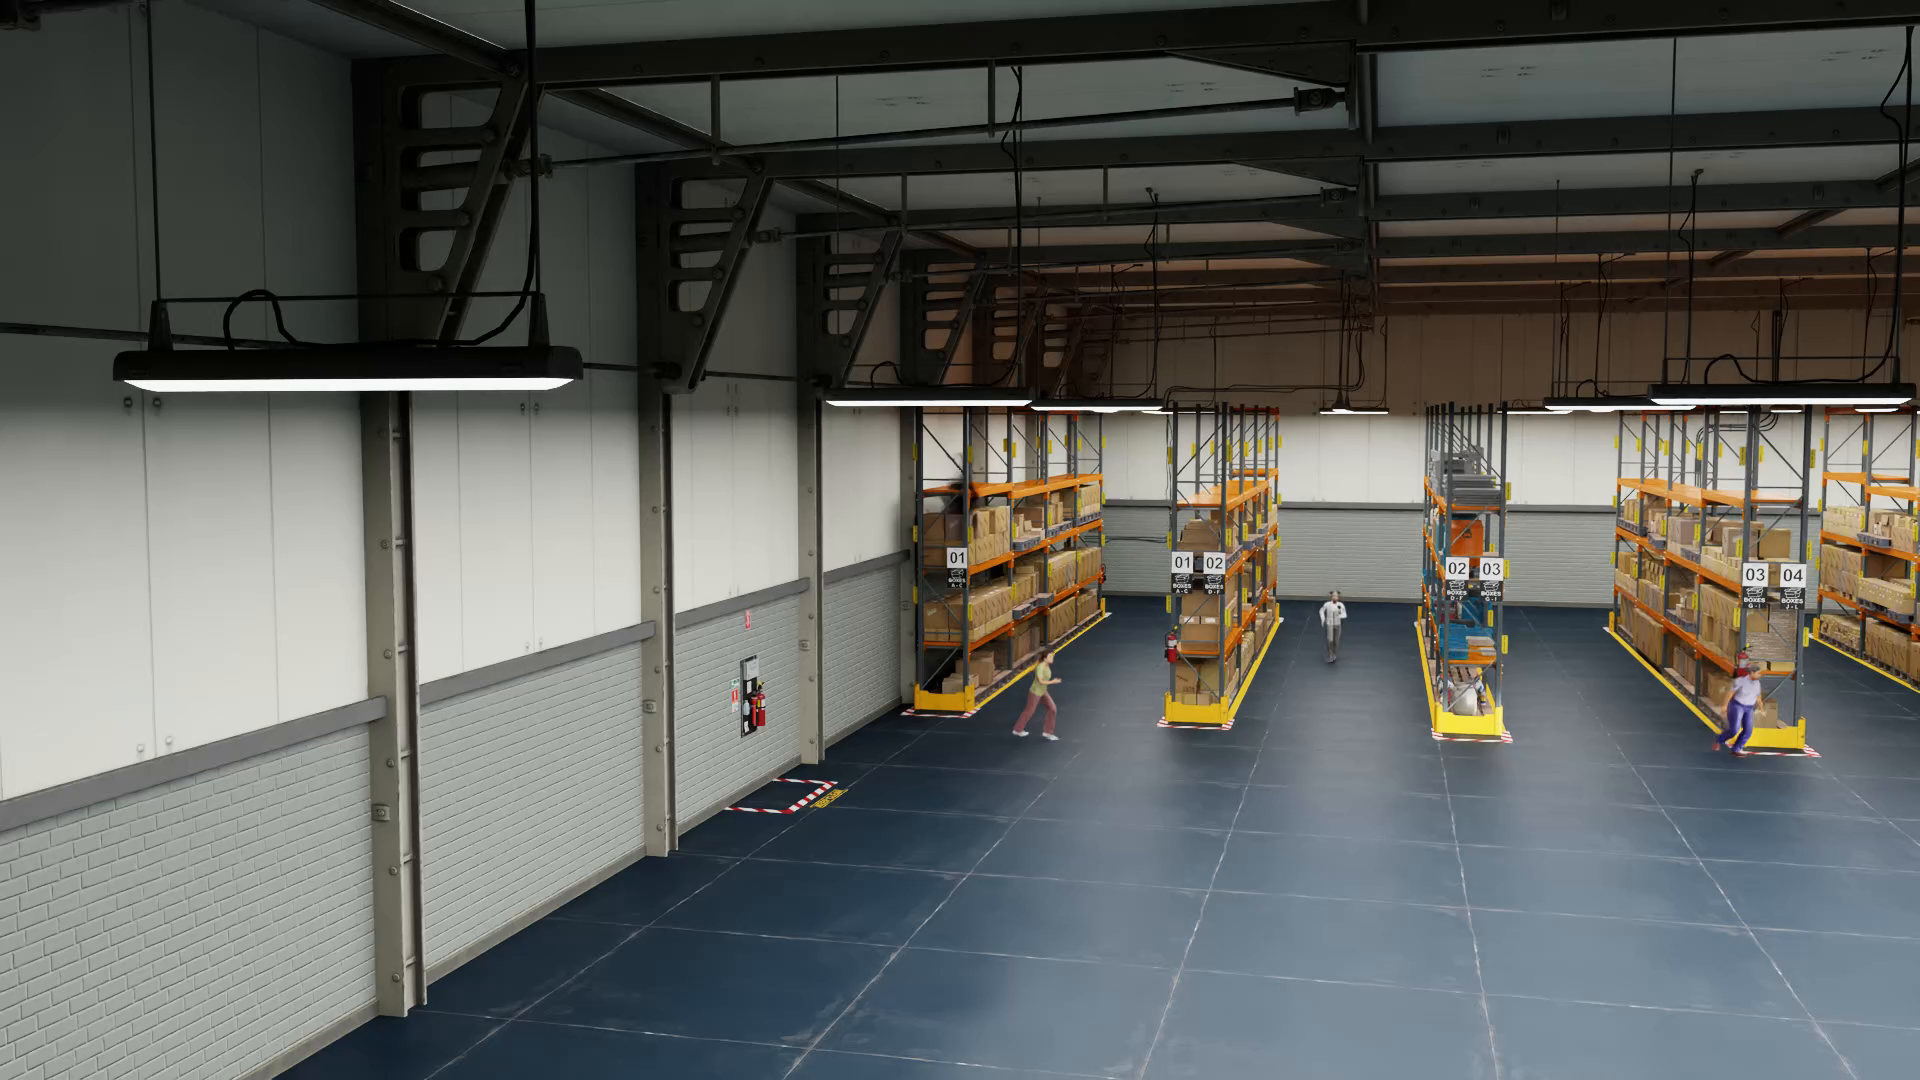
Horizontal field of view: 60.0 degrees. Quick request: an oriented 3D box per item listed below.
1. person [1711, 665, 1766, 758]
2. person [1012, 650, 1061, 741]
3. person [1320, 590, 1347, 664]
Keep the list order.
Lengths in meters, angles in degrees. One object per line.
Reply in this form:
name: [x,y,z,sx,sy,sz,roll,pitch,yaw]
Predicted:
person: [13.108,2.861,27.993,0.708,1.582,0.614,-1,4,-18]
person: [1.372,2.740,29.424,0.936,1.639,0.581,2,5,25]
person: [8.708,2.020,38.751,0.566,1.718,0.695,0,4,3]
